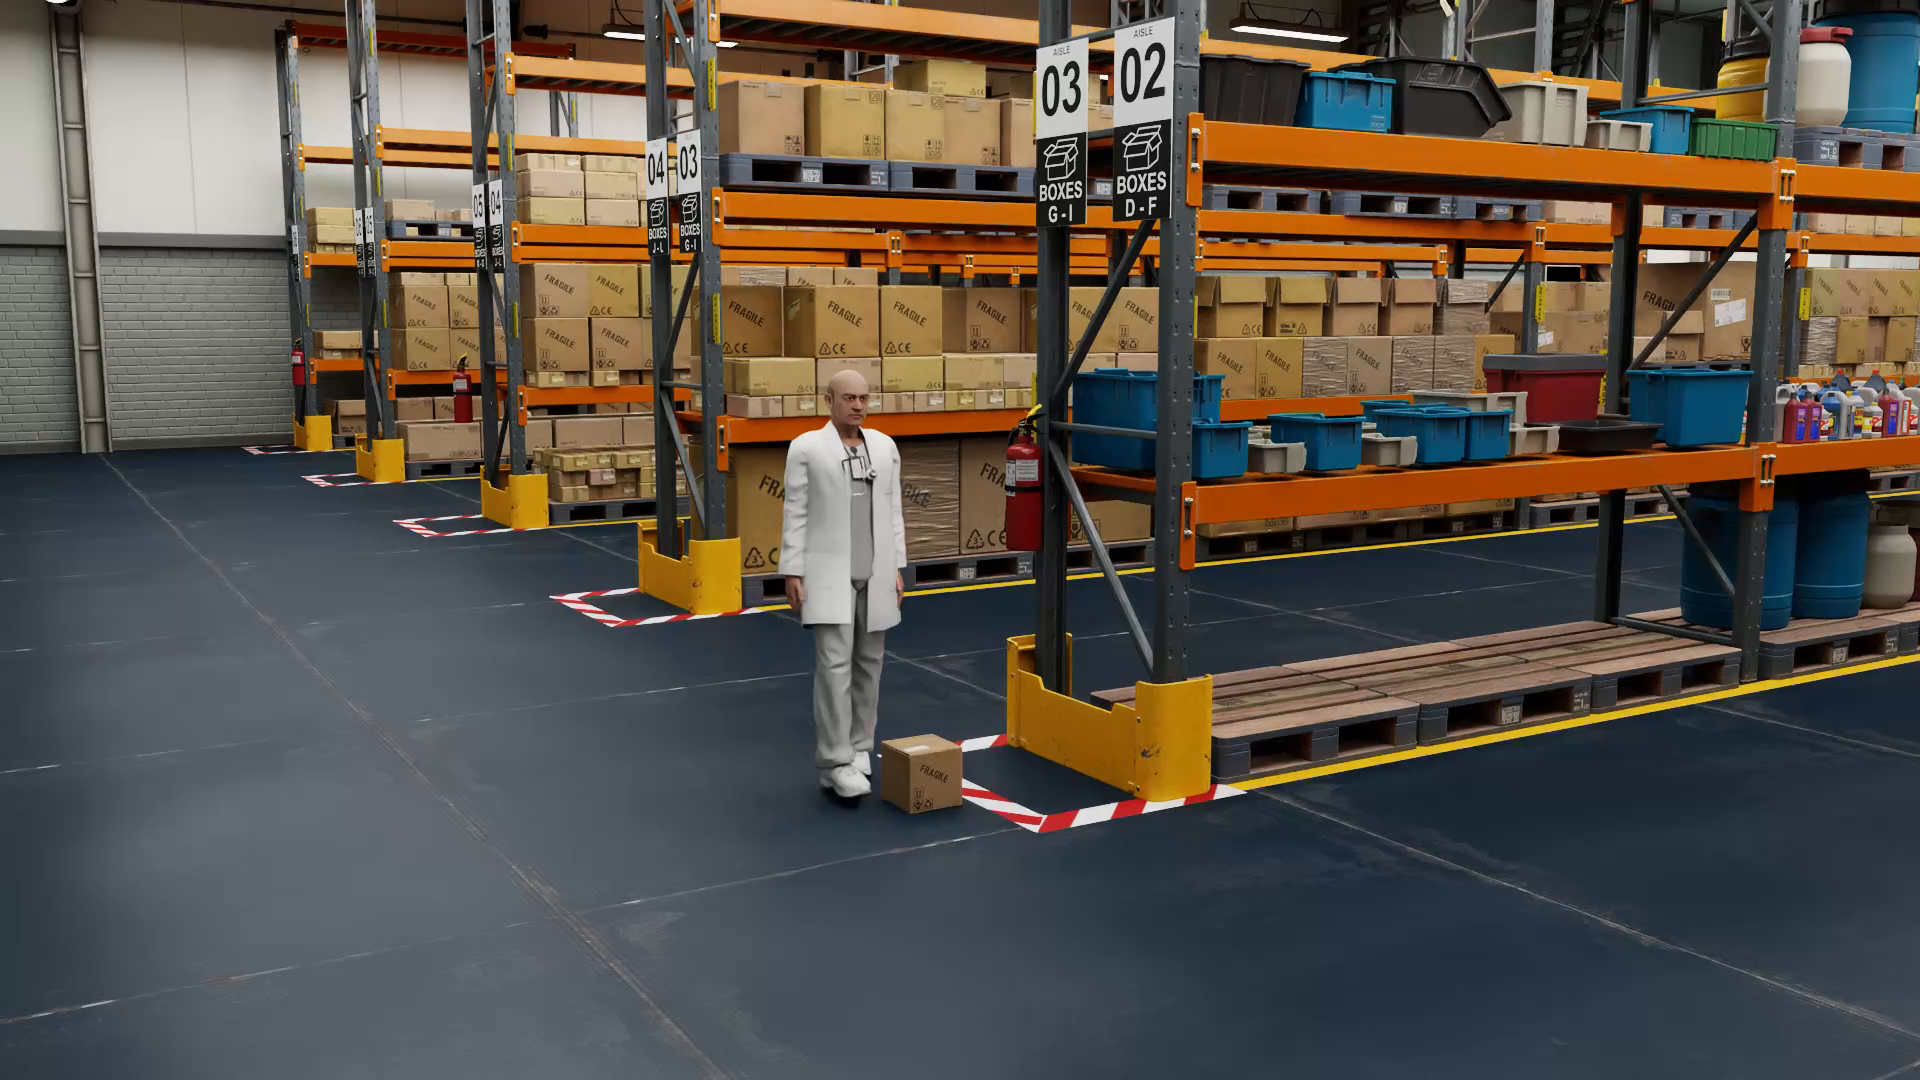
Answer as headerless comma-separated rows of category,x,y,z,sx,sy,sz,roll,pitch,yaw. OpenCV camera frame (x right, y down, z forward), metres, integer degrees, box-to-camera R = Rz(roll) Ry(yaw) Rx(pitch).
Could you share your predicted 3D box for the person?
person,-0.424,0.171,7.102,0.593,1.776,0.695,-4,9,-29
